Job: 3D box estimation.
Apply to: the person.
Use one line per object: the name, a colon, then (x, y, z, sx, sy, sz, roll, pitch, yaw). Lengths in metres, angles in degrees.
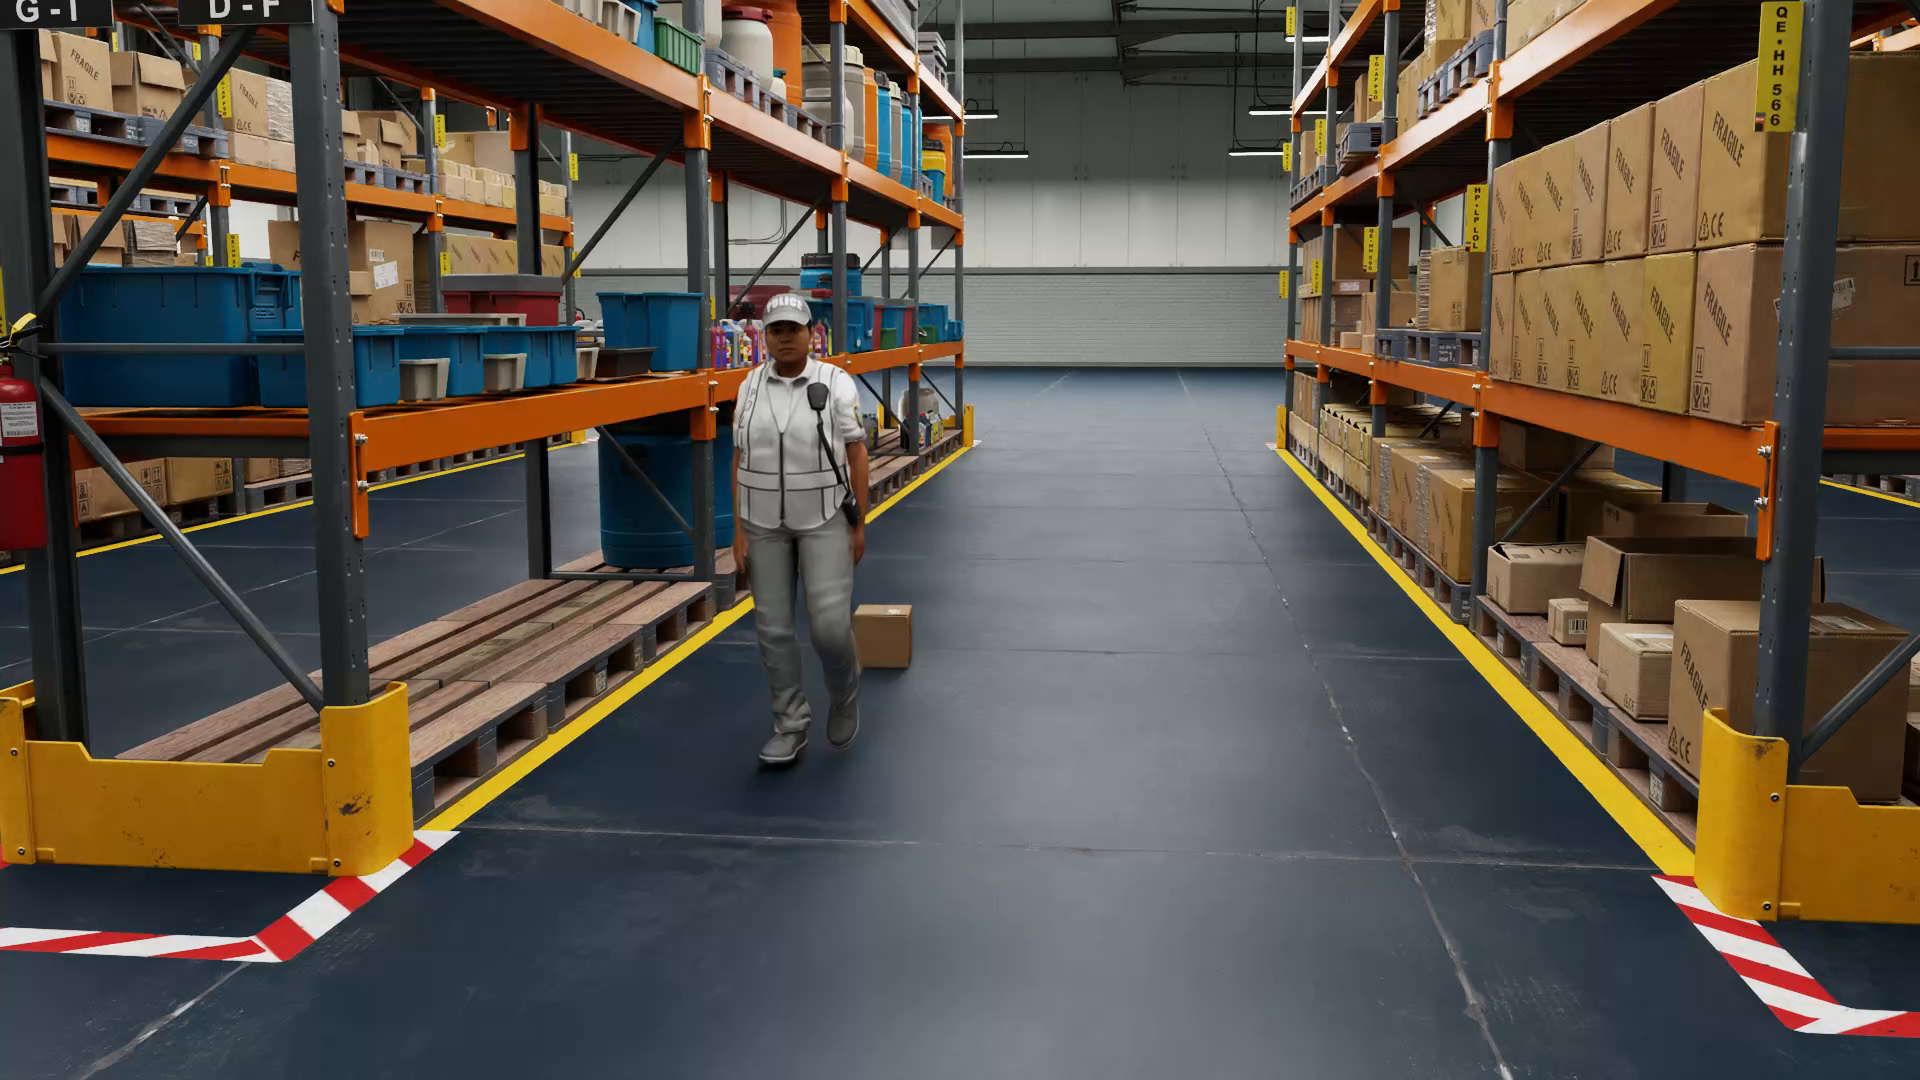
person: (-0.570, -0.045, 5.943, 0.486, 1.654, 0.479, 1, 8, 10)
